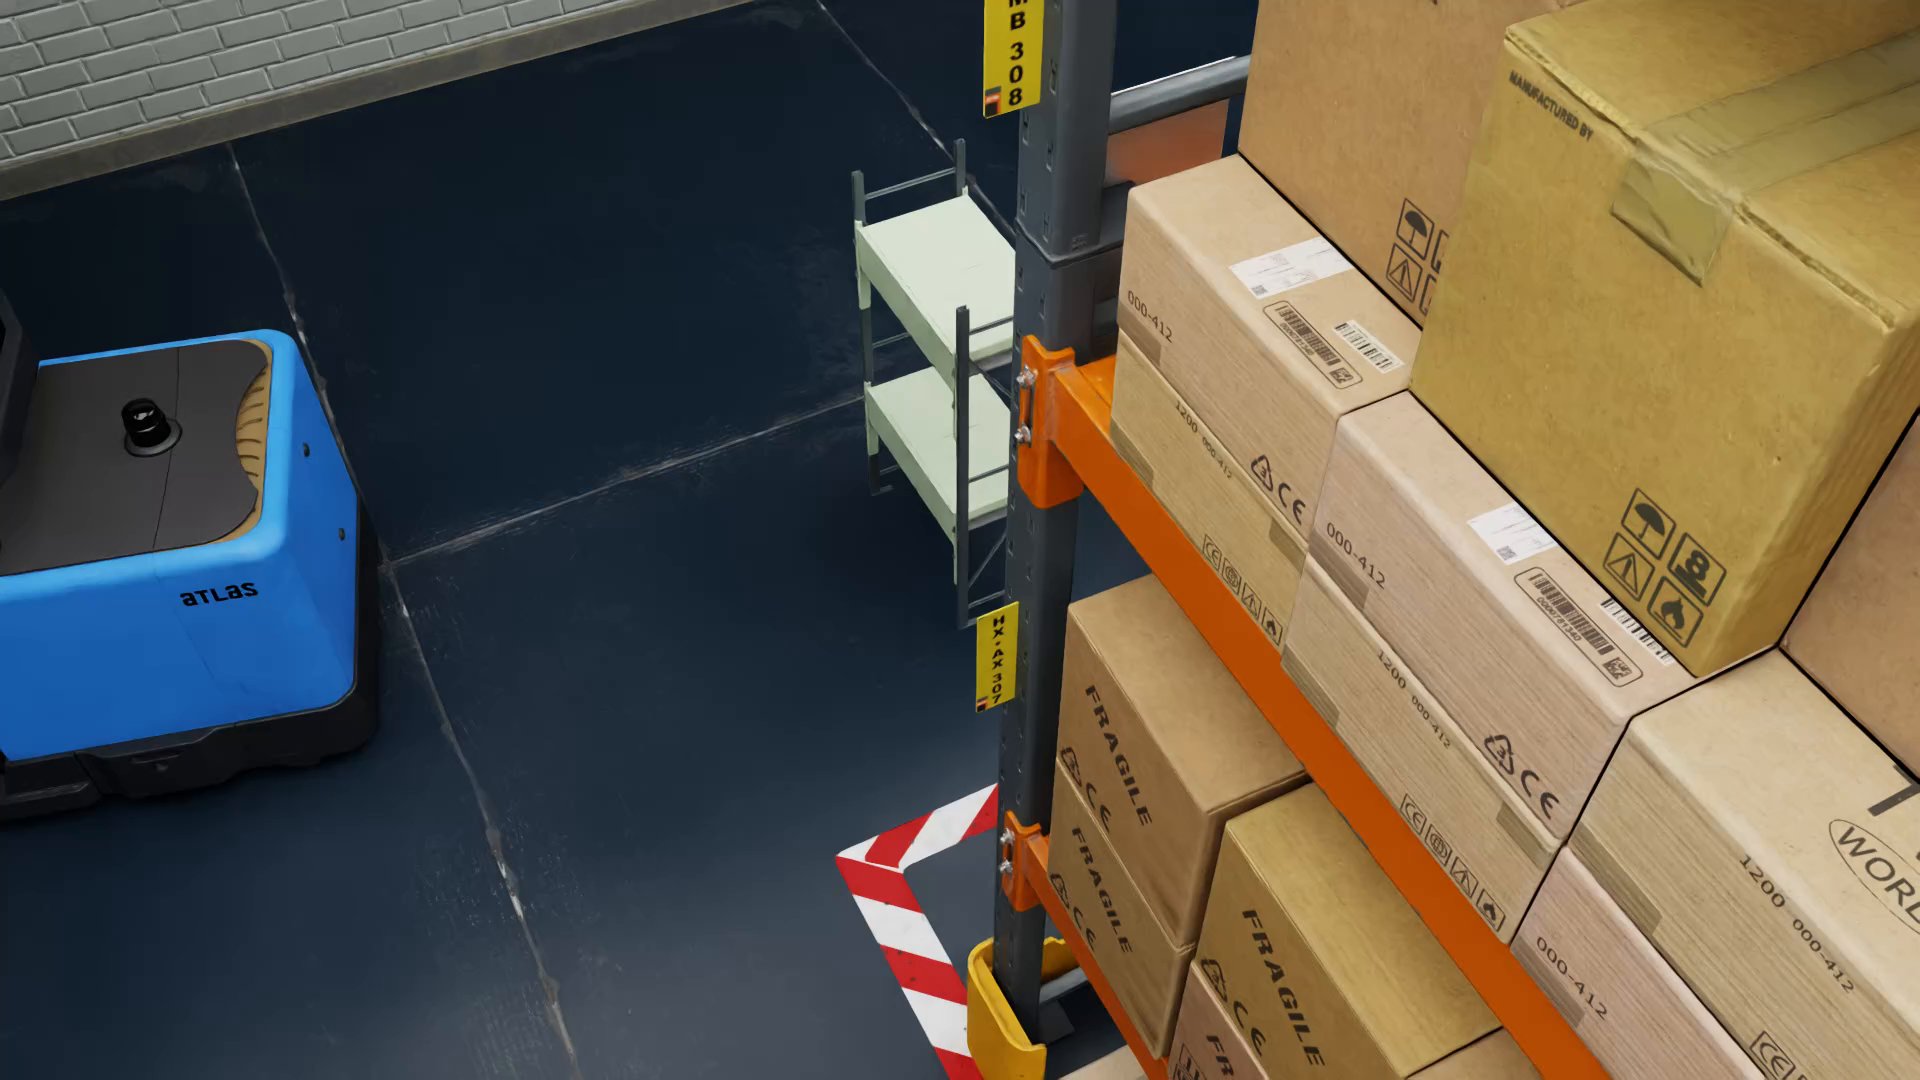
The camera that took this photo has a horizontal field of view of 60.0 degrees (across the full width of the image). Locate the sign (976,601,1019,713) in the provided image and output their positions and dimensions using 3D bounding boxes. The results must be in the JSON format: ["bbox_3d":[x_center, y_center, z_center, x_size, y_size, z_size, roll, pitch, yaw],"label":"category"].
[{"bbox_3d":[0.080,0.247,3.466,0.100,0.325,0.005,-21,52,-18],"label":"sign"}]

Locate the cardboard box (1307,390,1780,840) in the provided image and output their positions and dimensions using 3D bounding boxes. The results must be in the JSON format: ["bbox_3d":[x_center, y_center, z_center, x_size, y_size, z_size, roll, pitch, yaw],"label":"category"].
[{"bbox_3d":[0.788,0.013,2.021,0.500,0.250,0.500,-21,52,-18],"label":"cardboard box"}]

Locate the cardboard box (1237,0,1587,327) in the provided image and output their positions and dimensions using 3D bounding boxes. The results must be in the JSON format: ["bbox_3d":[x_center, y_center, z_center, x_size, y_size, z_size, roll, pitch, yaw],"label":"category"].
[{"bbox_3d":[0.812,-0.667,2.117,0.700,0.500,0.500,-21,52,-18],"label":"cardboard box"}]

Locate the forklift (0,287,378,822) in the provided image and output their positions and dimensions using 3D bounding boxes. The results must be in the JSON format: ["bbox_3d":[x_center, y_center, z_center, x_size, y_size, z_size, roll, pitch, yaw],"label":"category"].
[{"bbox_3d":[-3.542,-0.364,4.621,3.031,2.935,1.130,-10,50,-8],"label":"forklift"}]

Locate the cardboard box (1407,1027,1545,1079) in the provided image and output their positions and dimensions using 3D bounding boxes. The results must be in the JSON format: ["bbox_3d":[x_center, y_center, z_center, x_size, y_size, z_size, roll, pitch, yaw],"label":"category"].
[{"bbox_3d":[1.001,1.054,2.604,0.500,0.500,0.500,-21,52,-17],"label":"cardboard box"}]

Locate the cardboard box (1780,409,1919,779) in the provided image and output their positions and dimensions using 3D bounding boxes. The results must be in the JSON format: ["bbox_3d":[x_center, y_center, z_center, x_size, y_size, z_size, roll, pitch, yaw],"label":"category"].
[{"bbox_3d":[1.289,-0.005,1.538,0.700,0.500,0.500,-21,52,-18],"label":"cardboard box"}]

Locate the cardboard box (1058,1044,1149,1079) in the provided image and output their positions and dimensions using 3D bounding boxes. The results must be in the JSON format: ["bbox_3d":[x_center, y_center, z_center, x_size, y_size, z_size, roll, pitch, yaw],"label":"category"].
[{"bbox_3d":[0.448,1.537,4.514,0.380,0.149,0.250,-21,52,-18],"label":"cardboard box"}]

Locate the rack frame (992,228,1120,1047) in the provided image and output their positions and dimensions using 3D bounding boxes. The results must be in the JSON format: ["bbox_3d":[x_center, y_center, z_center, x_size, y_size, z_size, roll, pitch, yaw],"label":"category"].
[{"bbox_3d":[0.562,0.345,3.956,1.000,3.000,0.127,-21,52,-18],"label":"rack frame"}]

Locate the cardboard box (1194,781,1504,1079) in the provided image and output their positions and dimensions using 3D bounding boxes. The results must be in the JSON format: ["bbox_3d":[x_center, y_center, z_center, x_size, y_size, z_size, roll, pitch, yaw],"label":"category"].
[{"bbox_3d":[0.776,0.718,2.899,0.500,0.500,0.500,-21,52,-17],"label":"cardboard box"}]

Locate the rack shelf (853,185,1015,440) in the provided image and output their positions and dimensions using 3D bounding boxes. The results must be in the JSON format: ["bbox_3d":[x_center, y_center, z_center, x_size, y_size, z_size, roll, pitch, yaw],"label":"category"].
[{"bbox_3d":[0.003,-0.746,5.388,0.431,0.370,0.720,-21,52,-18],"label":"rack shelf"}]

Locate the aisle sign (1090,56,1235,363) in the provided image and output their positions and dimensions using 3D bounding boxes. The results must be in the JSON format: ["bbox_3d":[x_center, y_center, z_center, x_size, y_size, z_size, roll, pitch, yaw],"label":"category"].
[{"bbox_3d":[0.270,-0.456,2.929,0.394,0.787,0.004,-21,52,-18],"label":"aisle sign"}]

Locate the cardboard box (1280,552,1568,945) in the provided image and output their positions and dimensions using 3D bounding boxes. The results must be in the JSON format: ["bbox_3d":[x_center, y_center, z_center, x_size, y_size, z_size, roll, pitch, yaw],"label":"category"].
[{"bbox_3d":[0.788,0.177,2.209,0.500,0.250,0.500,-21,52,-18],"label":"cardboard box"}]

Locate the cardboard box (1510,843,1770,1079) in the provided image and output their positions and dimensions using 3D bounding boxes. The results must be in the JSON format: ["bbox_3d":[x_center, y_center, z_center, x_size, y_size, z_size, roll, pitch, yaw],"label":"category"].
[{"bbox_3d":[1.019,0.511,1.917,0.500,0.250,0.500,-21,52,-18],"label":"cardboard box"}]

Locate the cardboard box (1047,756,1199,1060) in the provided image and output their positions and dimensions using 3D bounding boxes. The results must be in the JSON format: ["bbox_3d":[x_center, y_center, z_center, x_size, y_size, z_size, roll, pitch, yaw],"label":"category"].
[{"bbox_3d":[0.531,0.700,3.579,0.500,0.500,0.500,-20,52,-17],"label":"cardboard box"}]

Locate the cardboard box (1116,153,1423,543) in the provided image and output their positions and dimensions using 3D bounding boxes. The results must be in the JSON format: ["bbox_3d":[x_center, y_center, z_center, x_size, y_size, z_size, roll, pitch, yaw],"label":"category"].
[{"bbox_3d":[0.566,-0.324,2.316,0.500,0.250,0.500,-21,52,-18],"label":"cardboard box"}]

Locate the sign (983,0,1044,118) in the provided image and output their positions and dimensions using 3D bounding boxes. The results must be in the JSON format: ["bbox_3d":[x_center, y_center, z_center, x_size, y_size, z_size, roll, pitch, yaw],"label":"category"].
[{"bbox_3d":[0.080,-0.743,2.334,0.100,0.325,0.005,-21,52,-18],"label":"sign"}]

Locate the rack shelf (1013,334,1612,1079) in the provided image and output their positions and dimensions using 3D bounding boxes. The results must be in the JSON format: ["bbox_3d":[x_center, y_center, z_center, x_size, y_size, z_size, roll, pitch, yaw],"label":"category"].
[{"bbox_3d":[1.477,0.933,1.927,1.077,0.370,4.000,-21,52,-18],"label":"rack shelf"}]

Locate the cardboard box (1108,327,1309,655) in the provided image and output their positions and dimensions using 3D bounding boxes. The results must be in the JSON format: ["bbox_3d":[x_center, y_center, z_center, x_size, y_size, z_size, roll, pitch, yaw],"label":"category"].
[{"bbox_3d":[0.571,-0.162,2.506,0.500,0.250,0.500,-21,52,-18],"label":"cardboard box"}]

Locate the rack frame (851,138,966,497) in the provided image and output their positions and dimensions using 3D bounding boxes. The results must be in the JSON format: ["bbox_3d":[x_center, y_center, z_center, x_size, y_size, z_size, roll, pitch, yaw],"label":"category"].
[{"bbox_3d":[-0.164,-0.734,5.896,0.400,1.500,0.023,-21,52,-18],"label":"rack frame"}]

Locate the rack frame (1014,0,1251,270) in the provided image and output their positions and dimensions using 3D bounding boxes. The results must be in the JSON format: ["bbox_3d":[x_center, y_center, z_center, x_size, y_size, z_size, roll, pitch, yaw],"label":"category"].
[{"bbox_3d":[0.562,-1.630,1.697,1.000,3.000,0.127,-21,52,-18],"label":"rack frame"}]

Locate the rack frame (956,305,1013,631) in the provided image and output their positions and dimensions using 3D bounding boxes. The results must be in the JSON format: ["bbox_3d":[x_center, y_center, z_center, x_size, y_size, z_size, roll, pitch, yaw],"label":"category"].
[{"bbox_3d":[0.171,-0.244,5.467,0.400,1.500,0.023,-21,52,-18],"label":"rack frame"}]

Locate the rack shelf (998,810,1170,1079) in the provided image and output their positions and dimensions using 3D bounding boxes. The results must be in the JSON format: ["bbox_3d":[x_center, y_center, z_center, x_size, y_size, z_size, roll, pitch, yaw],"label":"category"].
[{"bbox_3d":[1.477,1.920,3.056,1.077,0.370,4.000,-21,52,-18],"label":"rack shelf"}]

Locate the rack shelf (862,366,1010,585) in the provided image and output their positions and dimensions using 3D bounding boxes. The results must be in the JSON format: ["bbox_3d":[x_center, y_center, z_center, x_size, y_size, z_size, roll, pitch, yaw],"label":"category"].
[{"bbox_3d":[0.003,-0.275,5.927,0.431,0.370,0.720,-21,52,-18],"label":"rack shelf"}]

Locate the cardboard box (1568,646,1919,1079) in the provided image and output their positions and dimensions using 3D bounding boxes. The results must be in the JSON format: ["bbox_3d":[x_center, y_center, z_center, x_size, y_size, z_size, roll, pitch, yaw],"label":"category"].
[{"bbox_3d":[1.023,0.345,1.730,0.500,0.250,0.500,-21,52,-18],"label":"cardboard box"}]

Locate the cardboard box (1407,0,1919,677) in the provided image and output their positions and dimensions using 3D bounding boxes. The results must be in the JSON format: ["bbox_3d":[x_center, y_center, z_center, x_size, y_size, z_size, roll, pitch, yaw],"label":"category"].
[{"bbox_3d":[0.965,-0.303,1.799,0.700,0.500,0.500,-21,52,-18],"label":"cardboard box"}]

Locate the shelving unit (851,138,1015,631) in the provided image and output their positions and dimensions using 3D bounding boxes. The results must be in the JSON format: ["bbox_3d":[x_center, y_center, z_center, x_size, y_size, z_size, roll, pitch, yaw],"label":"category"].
[{"bbox_3d":[0.003,-0.489,5.682,0.431,1.500,0.755,-21,52,-18],"label":"shelving unit"}]

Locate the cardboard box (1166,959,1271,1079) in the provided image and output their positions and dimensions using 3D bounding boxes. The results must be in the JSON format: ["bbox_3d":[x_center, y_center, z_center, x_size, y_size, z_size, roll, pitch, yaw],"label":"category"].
[{"bbox_3d":[0.771,1.043,3.278,0.500,0.500,0.500,-22,52,-18],"label":"cardboard box"}]

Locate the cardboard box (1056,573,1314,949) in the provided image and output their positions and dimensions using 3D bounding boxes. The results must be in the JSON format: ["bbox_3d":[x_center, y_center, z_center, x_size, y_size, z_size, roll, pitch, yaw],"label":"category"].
[{"bbox_3d":[0.531,0.371,3.202,0.500,0.500,0.500,-20,52,-16],"label":"cardboard box"}]

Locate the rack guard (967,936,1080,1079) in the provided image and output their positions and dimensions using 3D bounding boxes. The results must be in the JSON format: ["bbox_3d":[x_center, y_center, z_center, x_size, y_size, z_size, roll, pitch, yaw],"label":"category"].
[{"bbox_3d":[0.597,1.219,4.852,1.175,0.500,0.348,-21,52,-18],"label":"rack guard"}]
